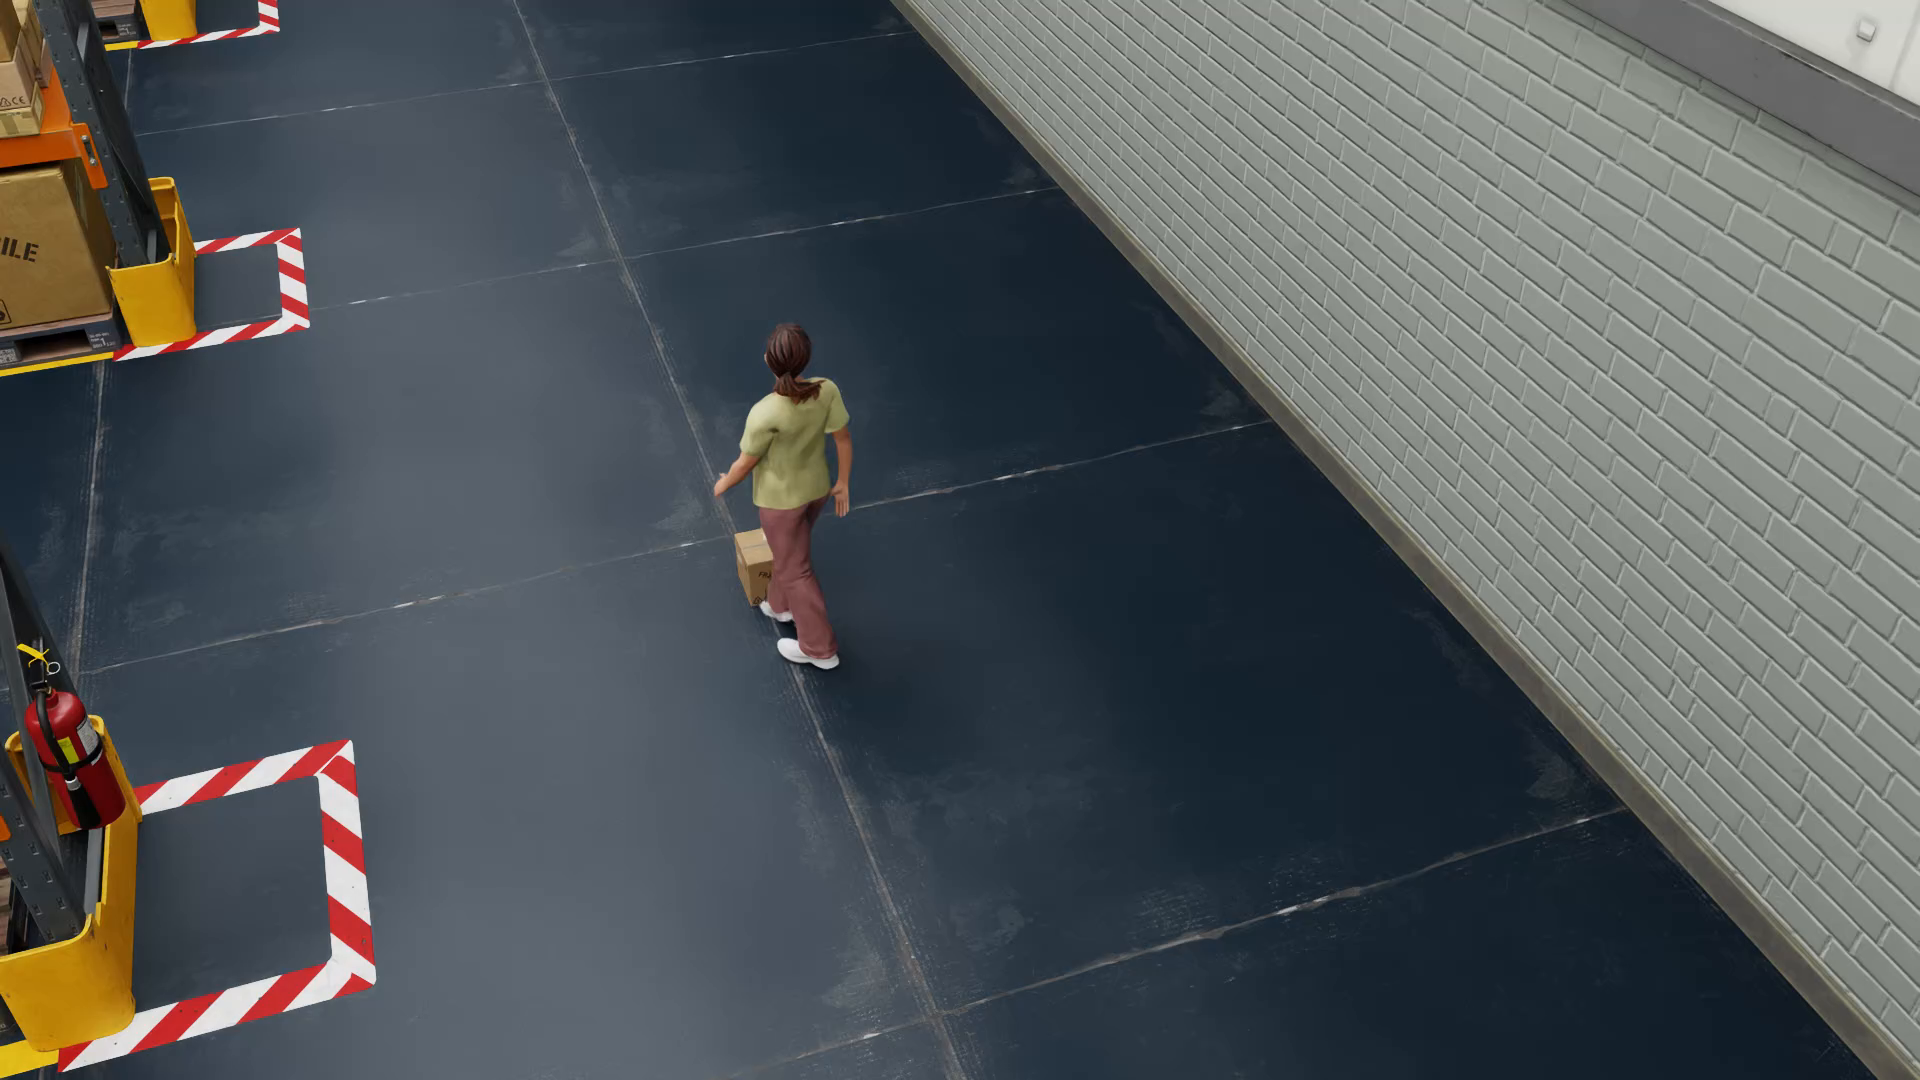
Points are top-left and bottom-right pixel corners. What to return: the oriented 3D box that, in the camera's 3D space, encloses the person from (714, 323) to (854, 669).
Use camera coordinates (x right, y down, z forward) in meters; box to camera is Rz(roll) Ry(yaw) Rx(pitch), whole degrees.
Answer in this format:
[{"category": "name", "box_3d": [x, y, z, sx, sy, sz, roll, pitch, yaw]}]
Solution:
[{"category": "person", "box_3d": [-0.769, -0.194, 7.065, 0.644, 1.721, 0.470, 30, 47, 33]}]
